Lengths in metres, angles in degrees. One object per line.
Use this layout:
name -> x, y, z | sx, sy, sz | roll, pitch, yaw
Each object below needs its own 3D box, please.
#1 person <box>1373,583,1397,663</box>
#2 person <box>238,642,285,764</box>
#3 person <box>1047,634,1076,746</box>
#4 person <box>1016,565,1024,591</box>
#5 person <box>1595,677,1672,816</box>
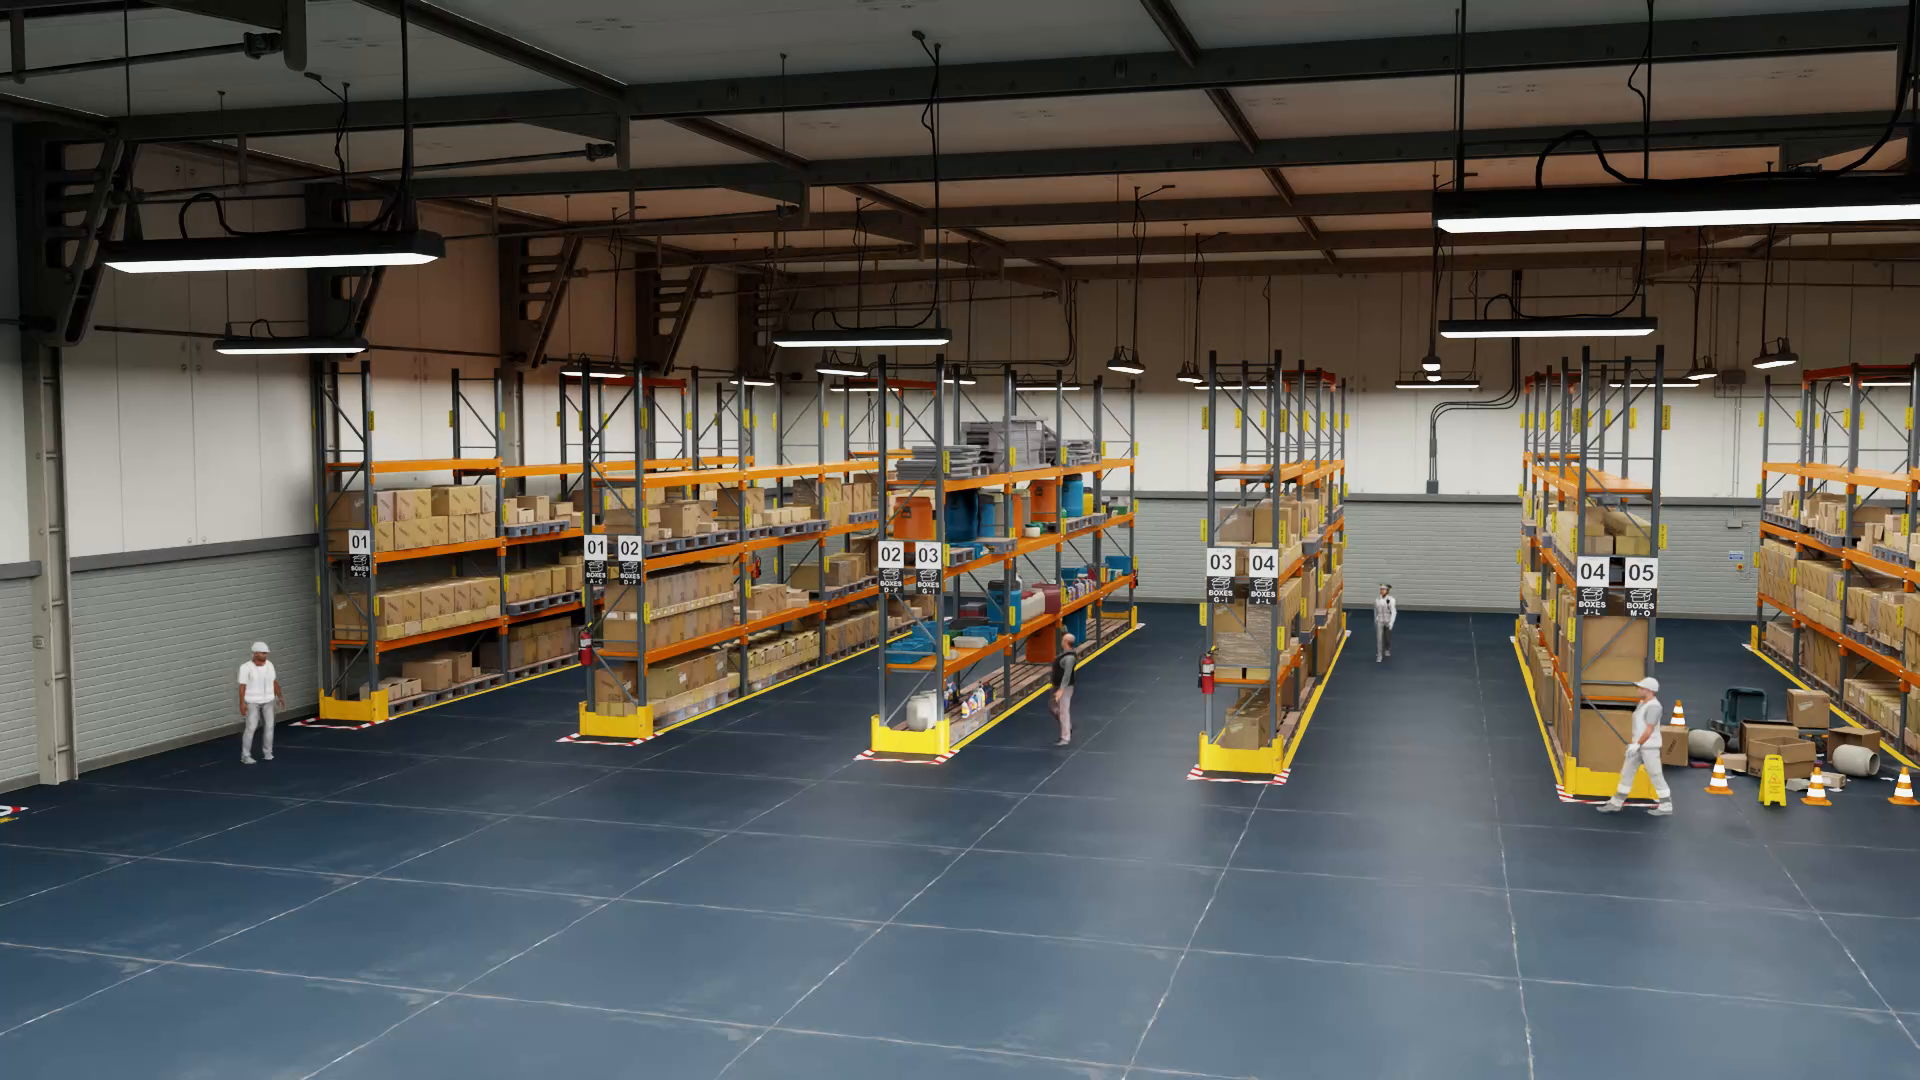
person -> 8.850, 1.703, 34.651 | 0.464, 1.638, 0.975 | 1, 4, 12
person -> -10.307, 2.384, 24.541 | 0.376, 1.778, 0.646 | 3, 5, 40
person -> 1.584, 2.291, 25.711 | 0.460, 1.713, 0.635 | -1, 4, -11
person -> 1.306, 1.370, 39.350 | 0.512, 1.688, 0.514 | 3, 5, 35
person -> 8.562, 2.604, 20.984 | 0.864, 1.763, 0.548 | 0, 4, 2
